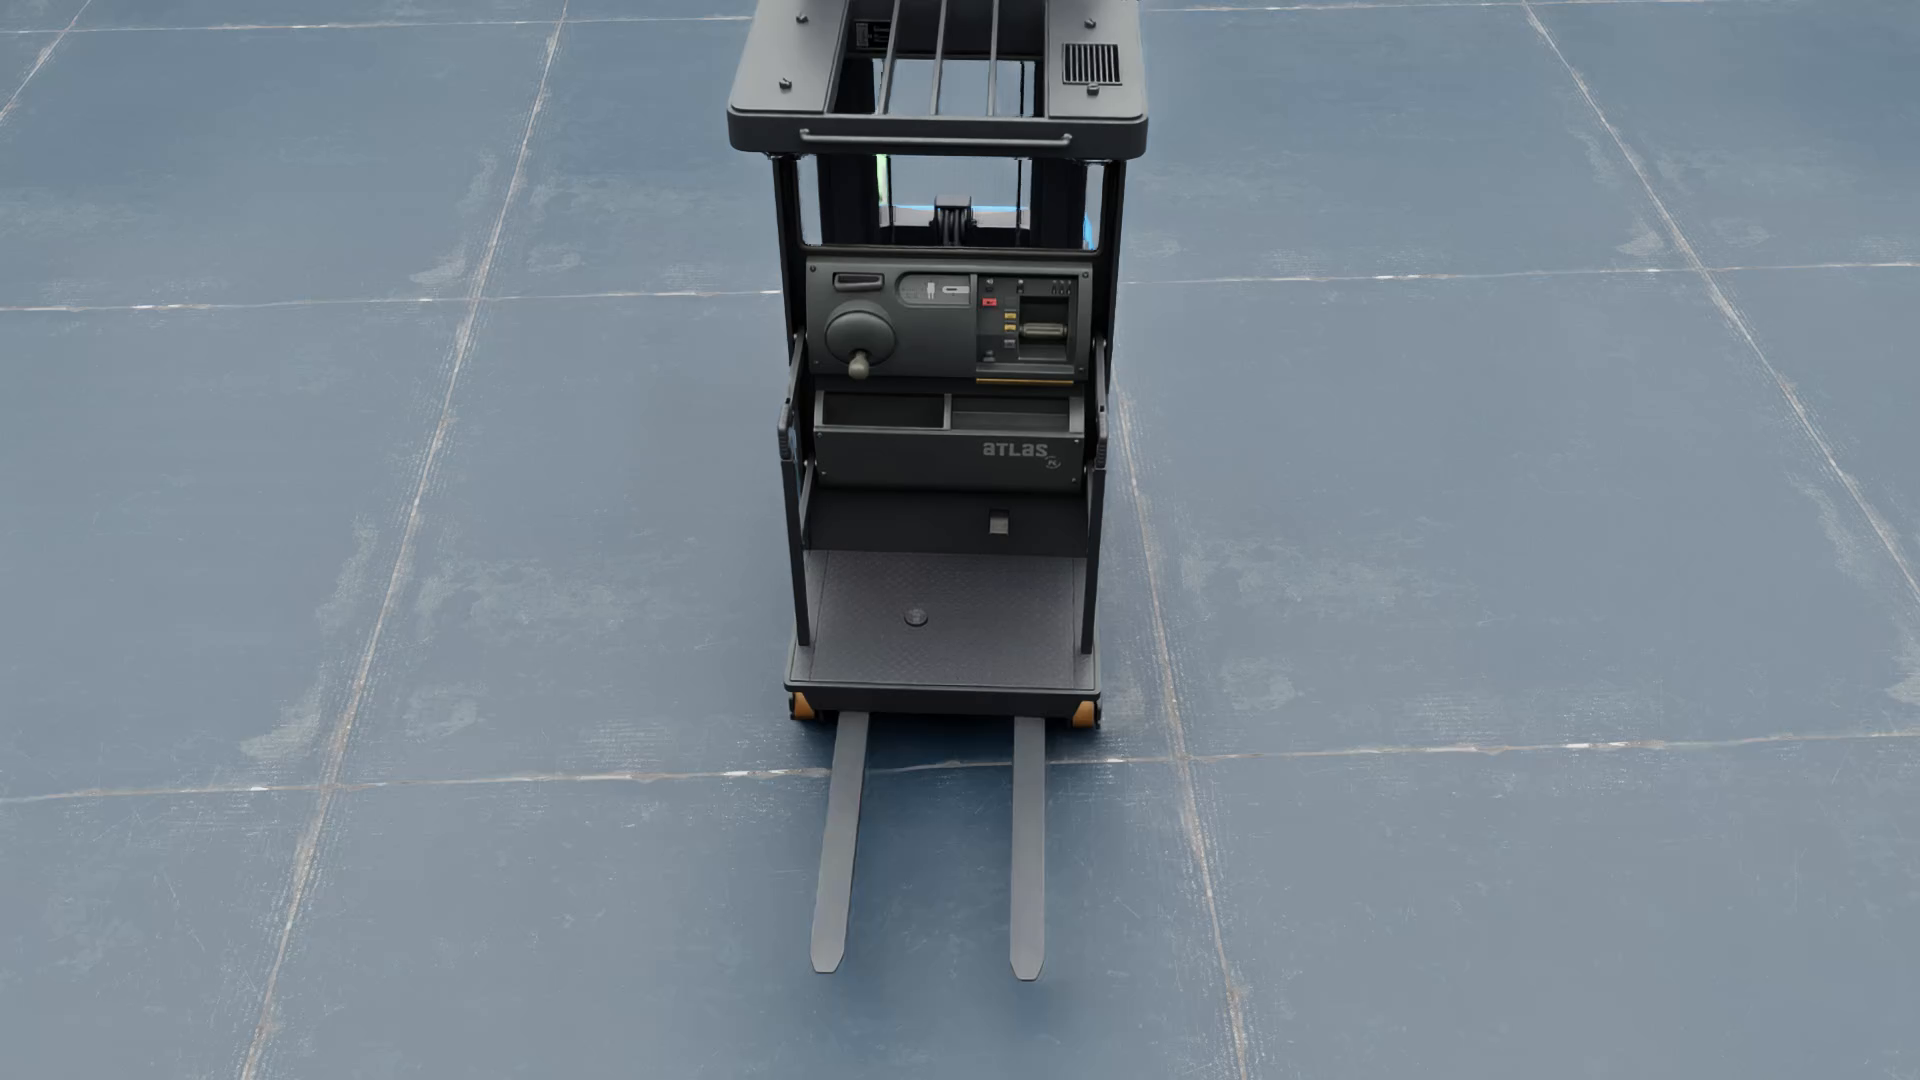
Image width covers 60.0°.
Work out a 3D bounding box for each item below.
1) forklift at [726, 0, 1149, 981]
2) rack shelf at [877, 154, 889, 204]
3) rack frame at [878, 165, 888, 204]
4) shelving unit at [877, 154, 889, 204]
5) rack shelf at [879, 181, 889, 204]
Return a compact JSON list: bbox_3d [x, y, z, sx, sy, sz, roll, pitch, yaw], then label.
[{"bbox_3d":[-0.043,-0.629,5.267,1.130,2.935,3.031,2,43,2],"label":"forklift"},{"bbox_3d":[-0.423,-1.505,6.888,0.258,0.148,0.480,-2,43,-2],"label":"rack shelf"},{"bbox_3d":[-0.410,-1.034,6.990,0.240,1.200,0.015,-2,43,-2],"label":"rack frame"},{"bbox_3d":[-0.423,-1.198,7.170,0.258,1.200,0.503,-2,43,-2],"label":"shelving unit"},{"bbox_3d":[-0.423,-1.328,7.051,0.258,0.148,0.480,-2,43,-2],"label":"rack shelf"}]
